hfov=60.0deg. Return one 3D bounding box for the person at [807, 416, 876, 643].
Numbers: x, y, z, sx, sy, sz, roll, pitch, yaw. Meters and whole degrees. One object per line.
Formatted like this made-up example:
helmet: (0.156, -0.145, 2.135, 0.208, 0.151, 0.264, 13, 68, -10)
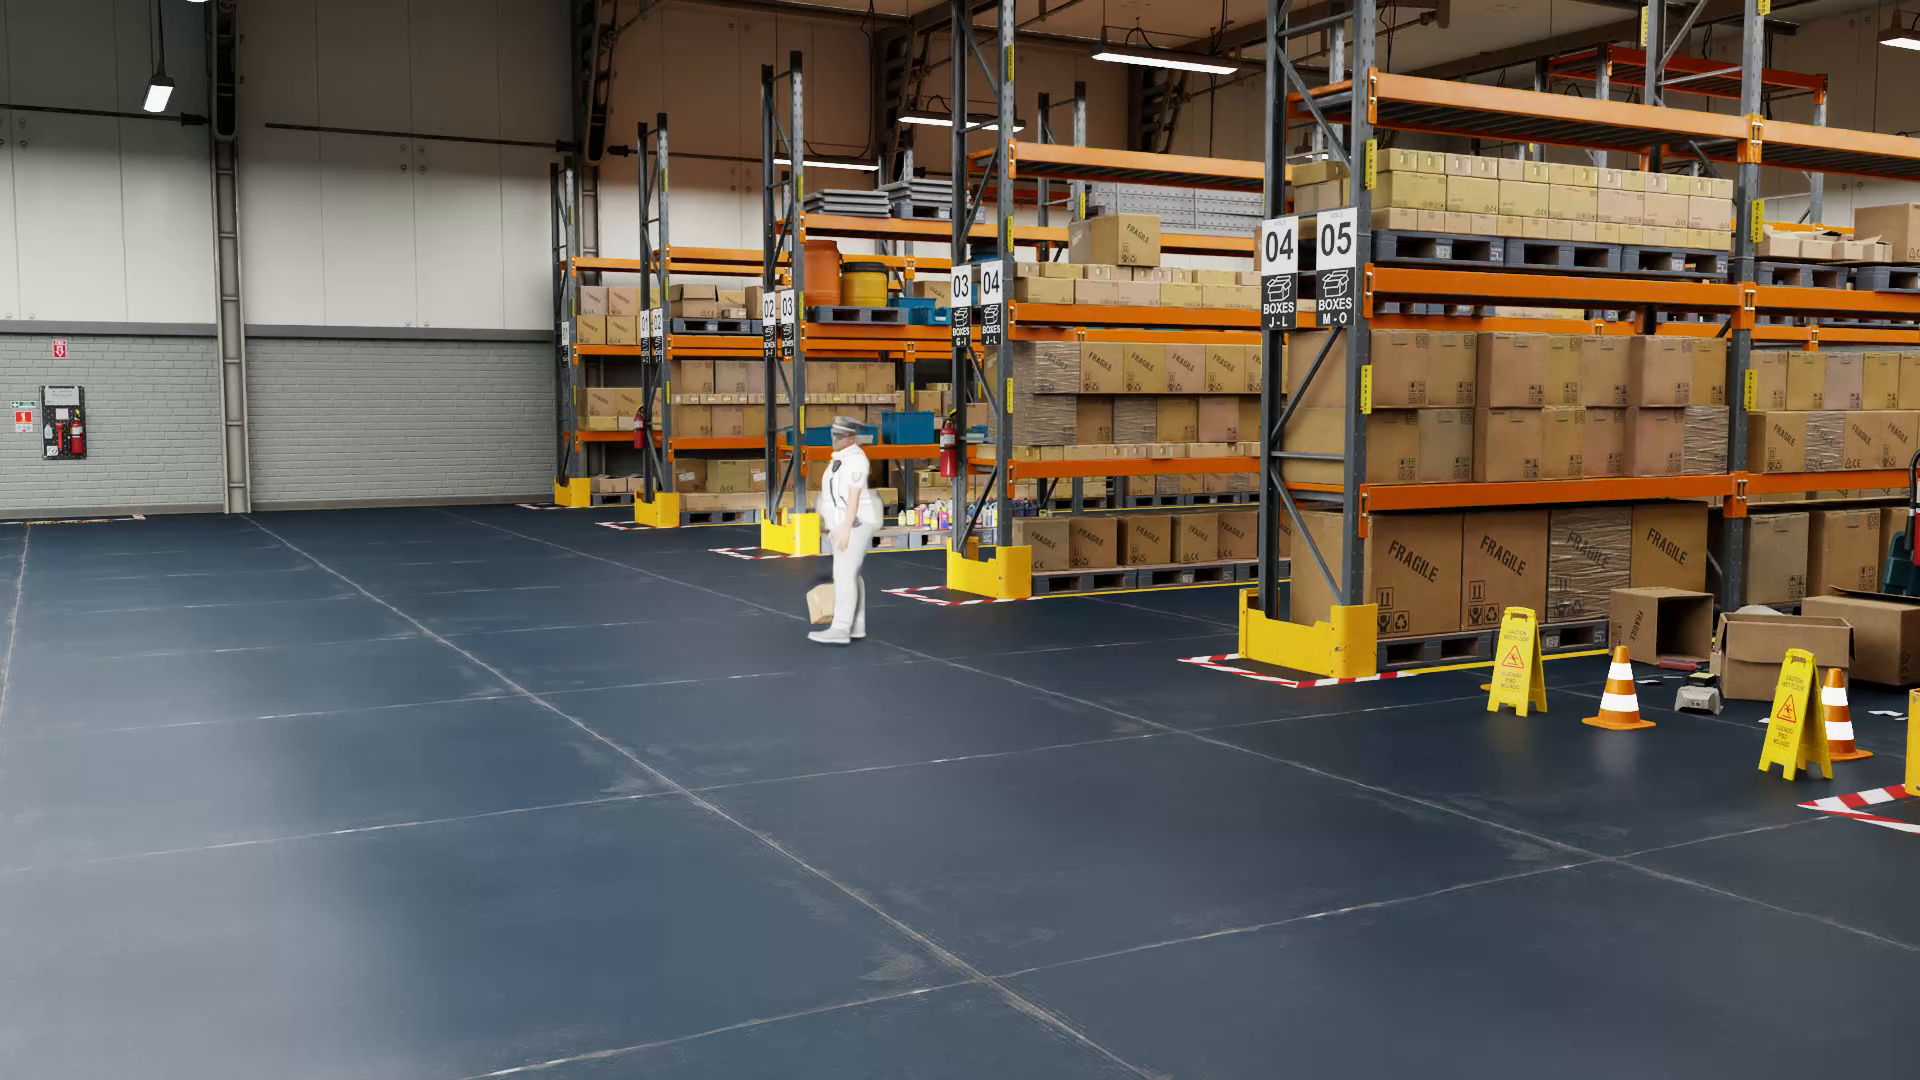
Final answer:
person: (-0.948, -0.084, 12.890, 0.551, 1.760, 0.575, -2, 5, -18)
